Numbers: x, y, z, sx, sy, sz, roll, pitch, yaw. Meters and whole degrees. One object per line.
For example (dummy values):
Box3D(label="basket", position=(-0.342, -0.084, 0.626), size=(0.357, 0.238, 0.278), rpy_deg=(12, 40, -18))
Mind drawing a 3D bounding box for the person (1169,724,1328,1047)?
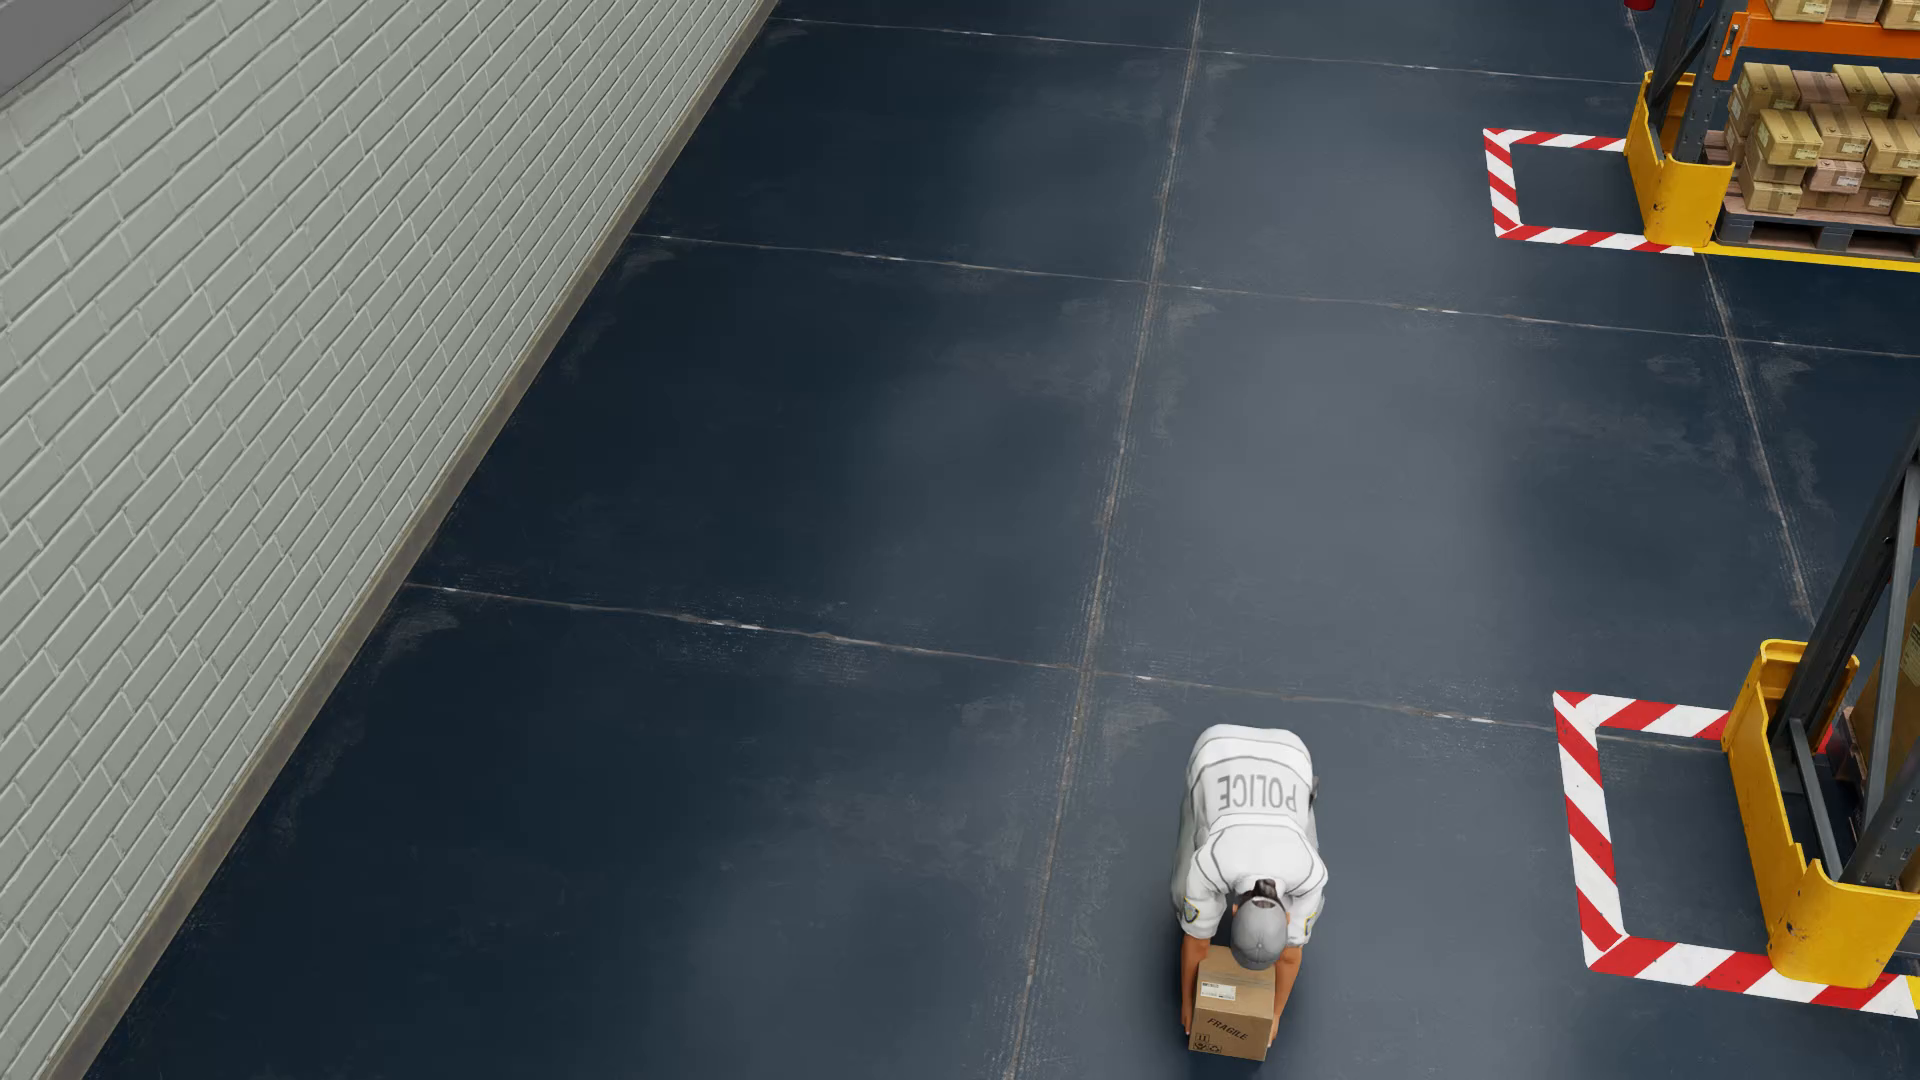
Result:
Box3D(label="person", position=(0.960, 1.129, 5.555), size=(0.510, 0.772, 0.940), rpy_deg=(6, 41, 6))
